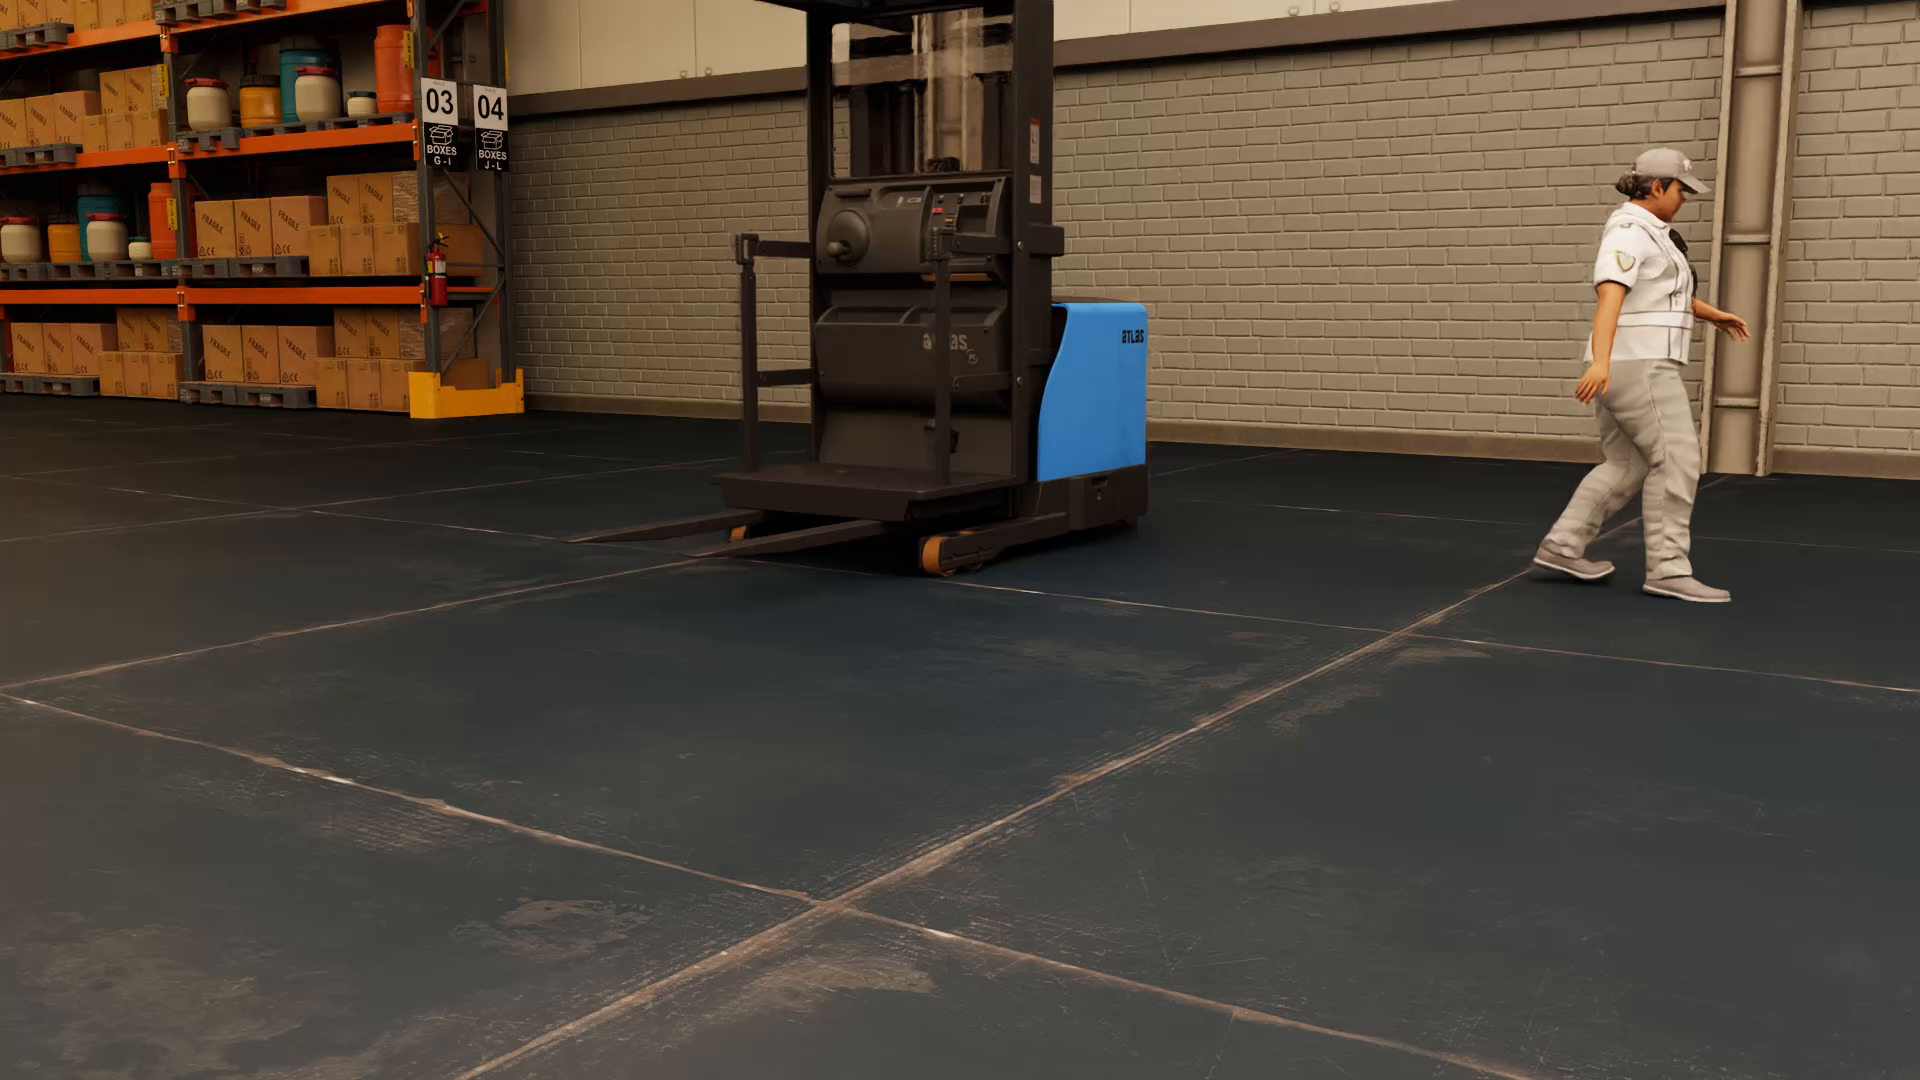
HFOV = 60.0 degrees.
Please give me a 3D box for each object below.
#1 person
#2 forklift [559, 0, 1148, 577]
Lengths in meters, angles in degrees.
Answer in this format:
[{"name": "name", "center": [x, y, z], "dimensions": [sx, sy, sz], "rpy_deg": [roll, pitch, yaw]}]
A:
[{"name": "person", "center": [2.531, -0.610, 6.136], "dimensions": [0.718, 1.644, 0.884], "rpy_deg": [3, 9, 22]}, {"name": "forklift", "center": [-0.333, -1.379, 6.889], "dimensions": [1.130, 2.935, 3.031], "rpy_deg": [5, 10, 33]}]
